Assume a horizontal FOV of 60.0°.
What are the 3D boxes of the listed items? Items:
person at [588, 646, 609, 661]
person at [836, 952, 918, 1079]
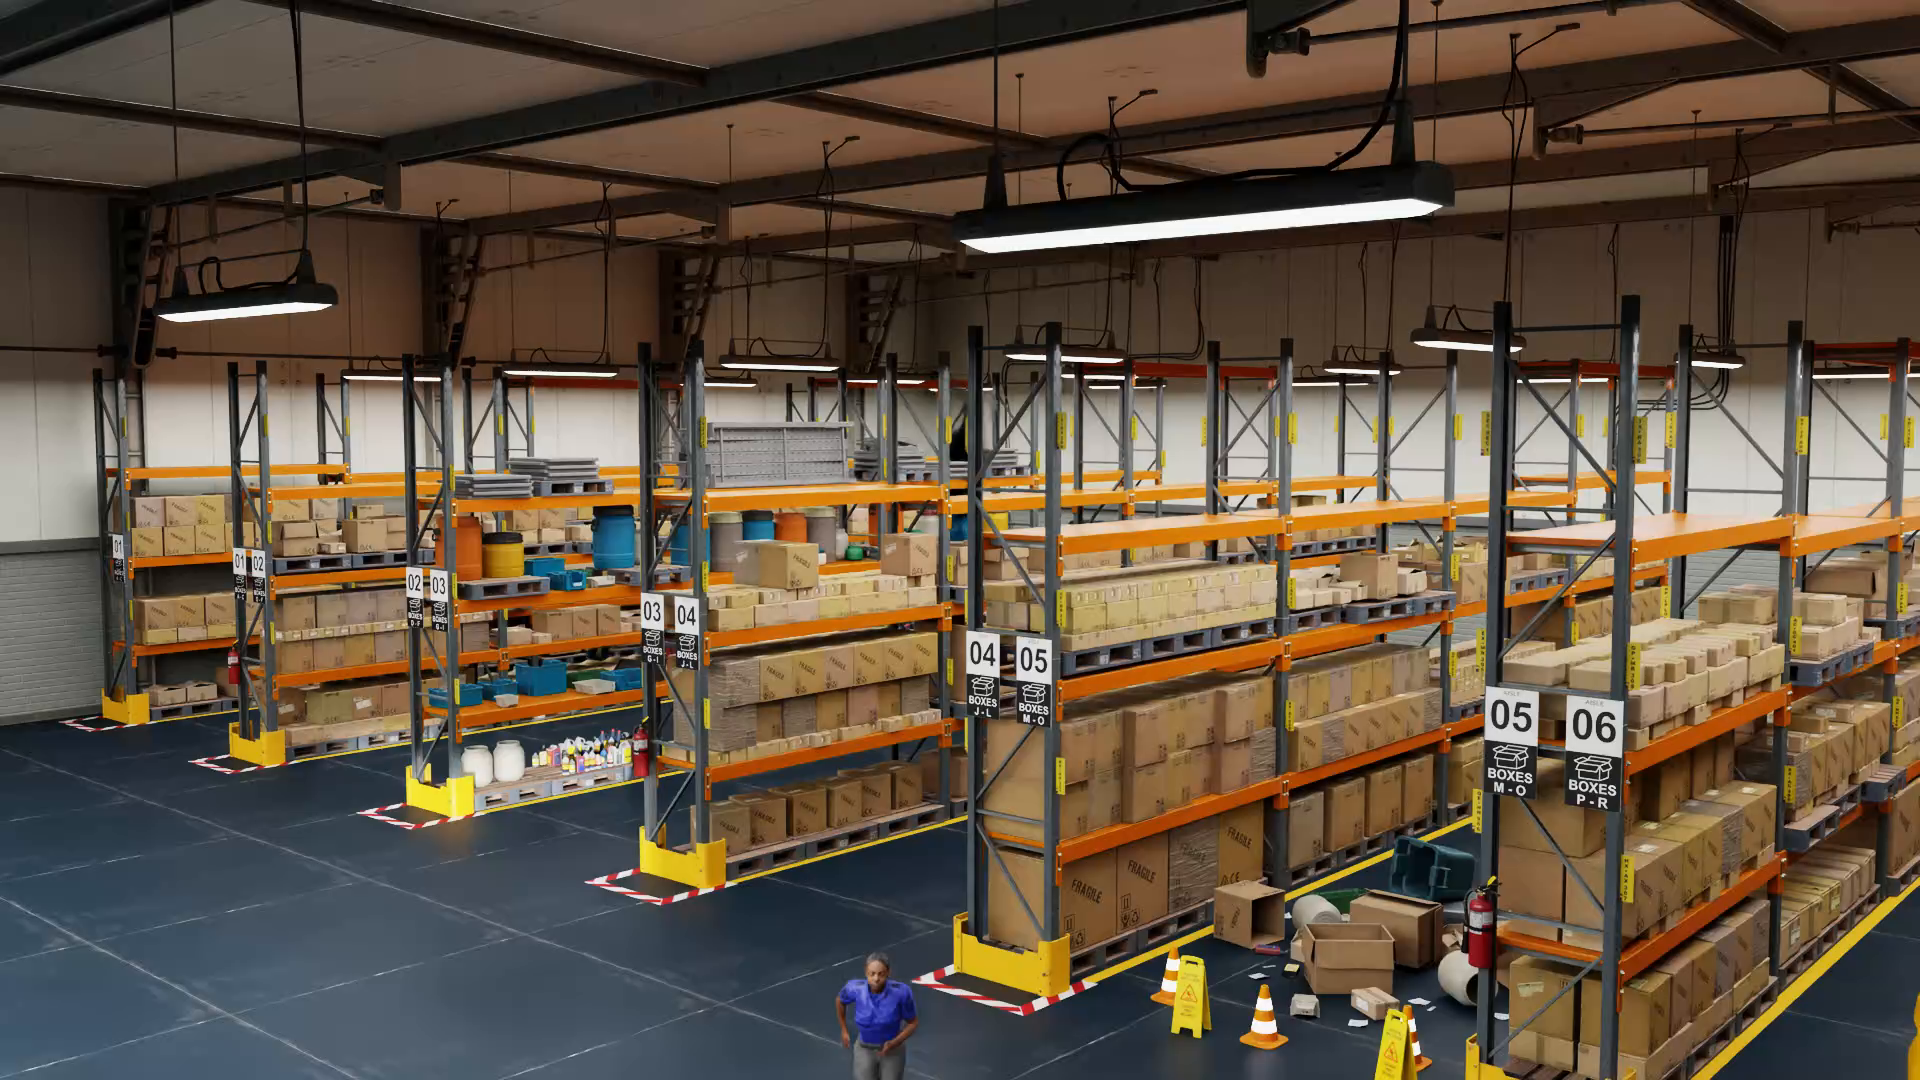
[{"bbox_3d":[-7.133,2.031,32.672,0.568,1.435,0.867,2,5,26],"label":"person"},{"bbox_3d":[-0.568,3.556,11.394,0.562,1.588,0.689,0,4,-2],"label":"person"}]
